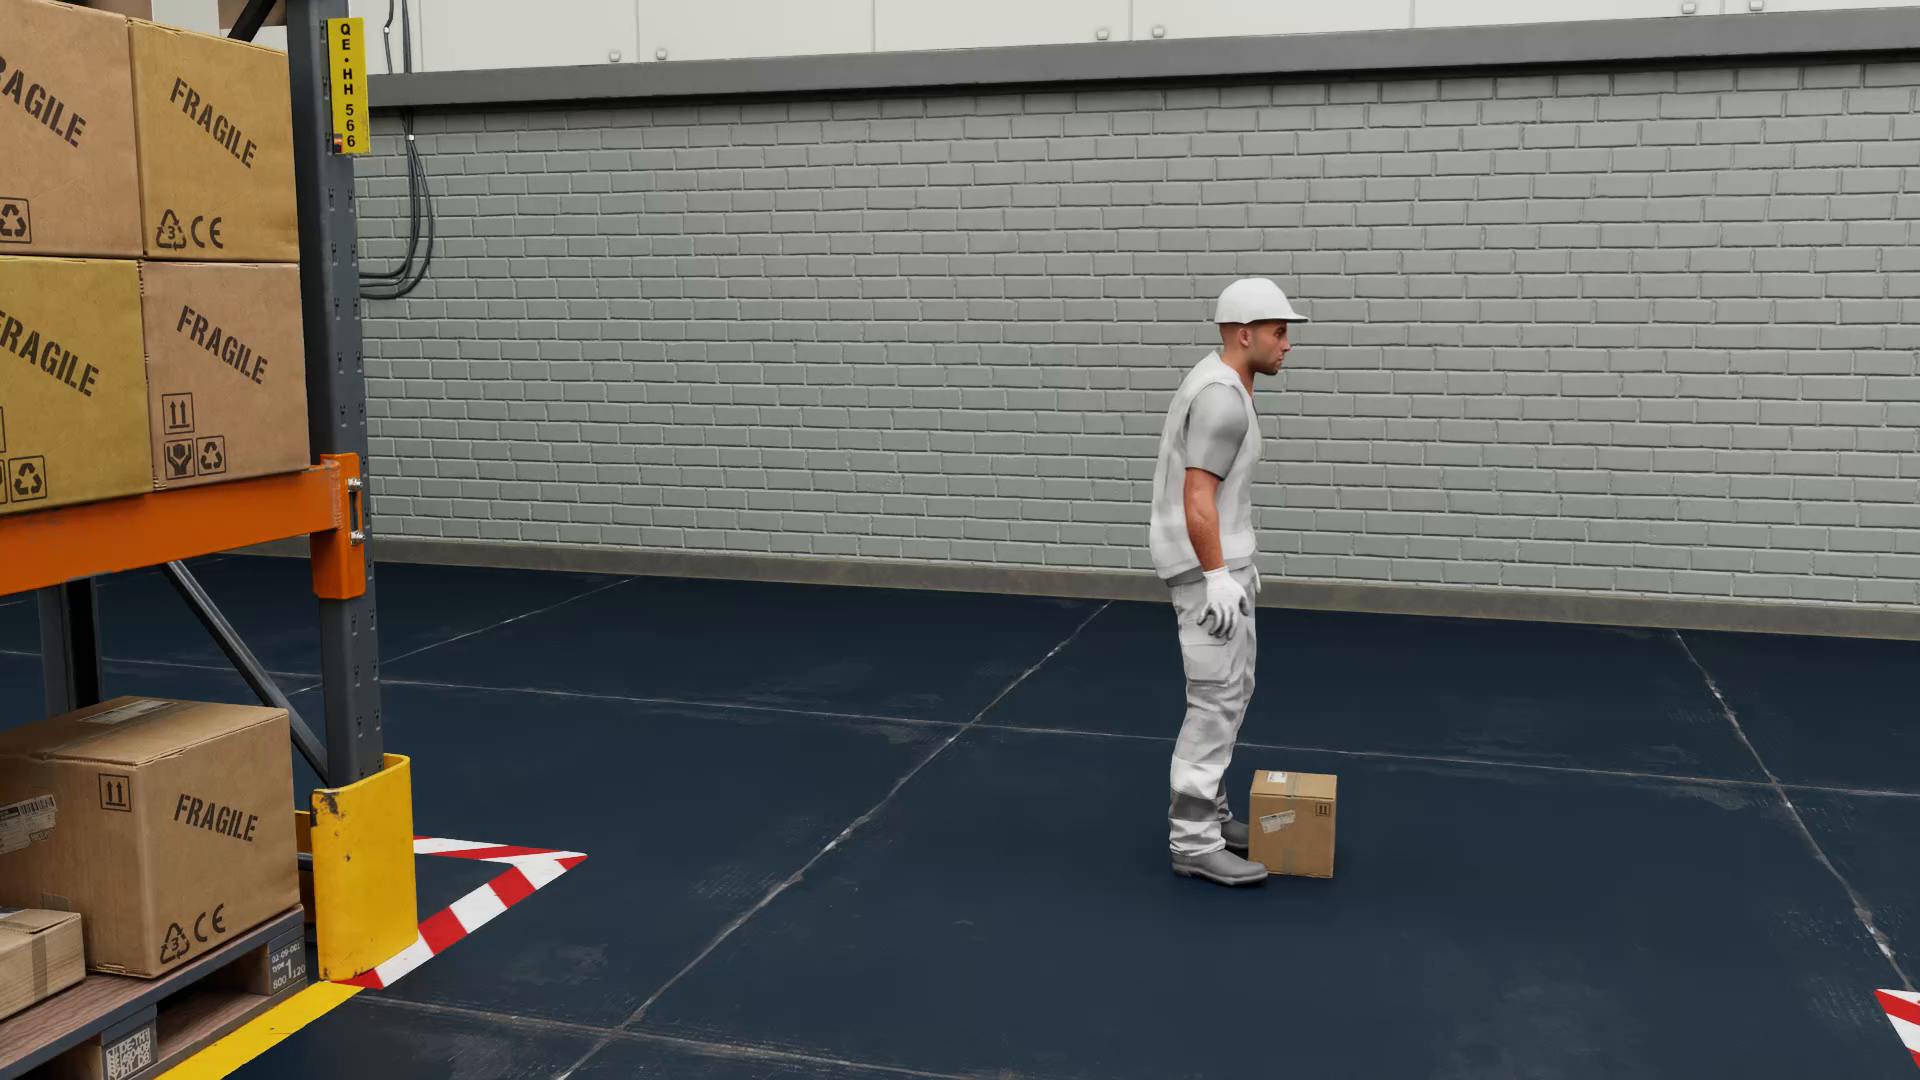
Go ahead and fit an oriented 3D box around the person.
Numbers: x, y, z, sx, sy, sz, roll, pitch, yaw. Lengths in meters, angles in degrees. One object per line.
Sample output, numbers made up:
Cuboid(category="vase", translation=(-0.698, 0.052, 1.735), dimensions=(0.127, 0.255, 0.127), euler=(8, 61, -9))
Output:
Cuboid(category="person", translation=(0.807, 0.105, 5.049), dimensions=(0.455, 1.779, 0.619), euler=(2, 9, 15))
